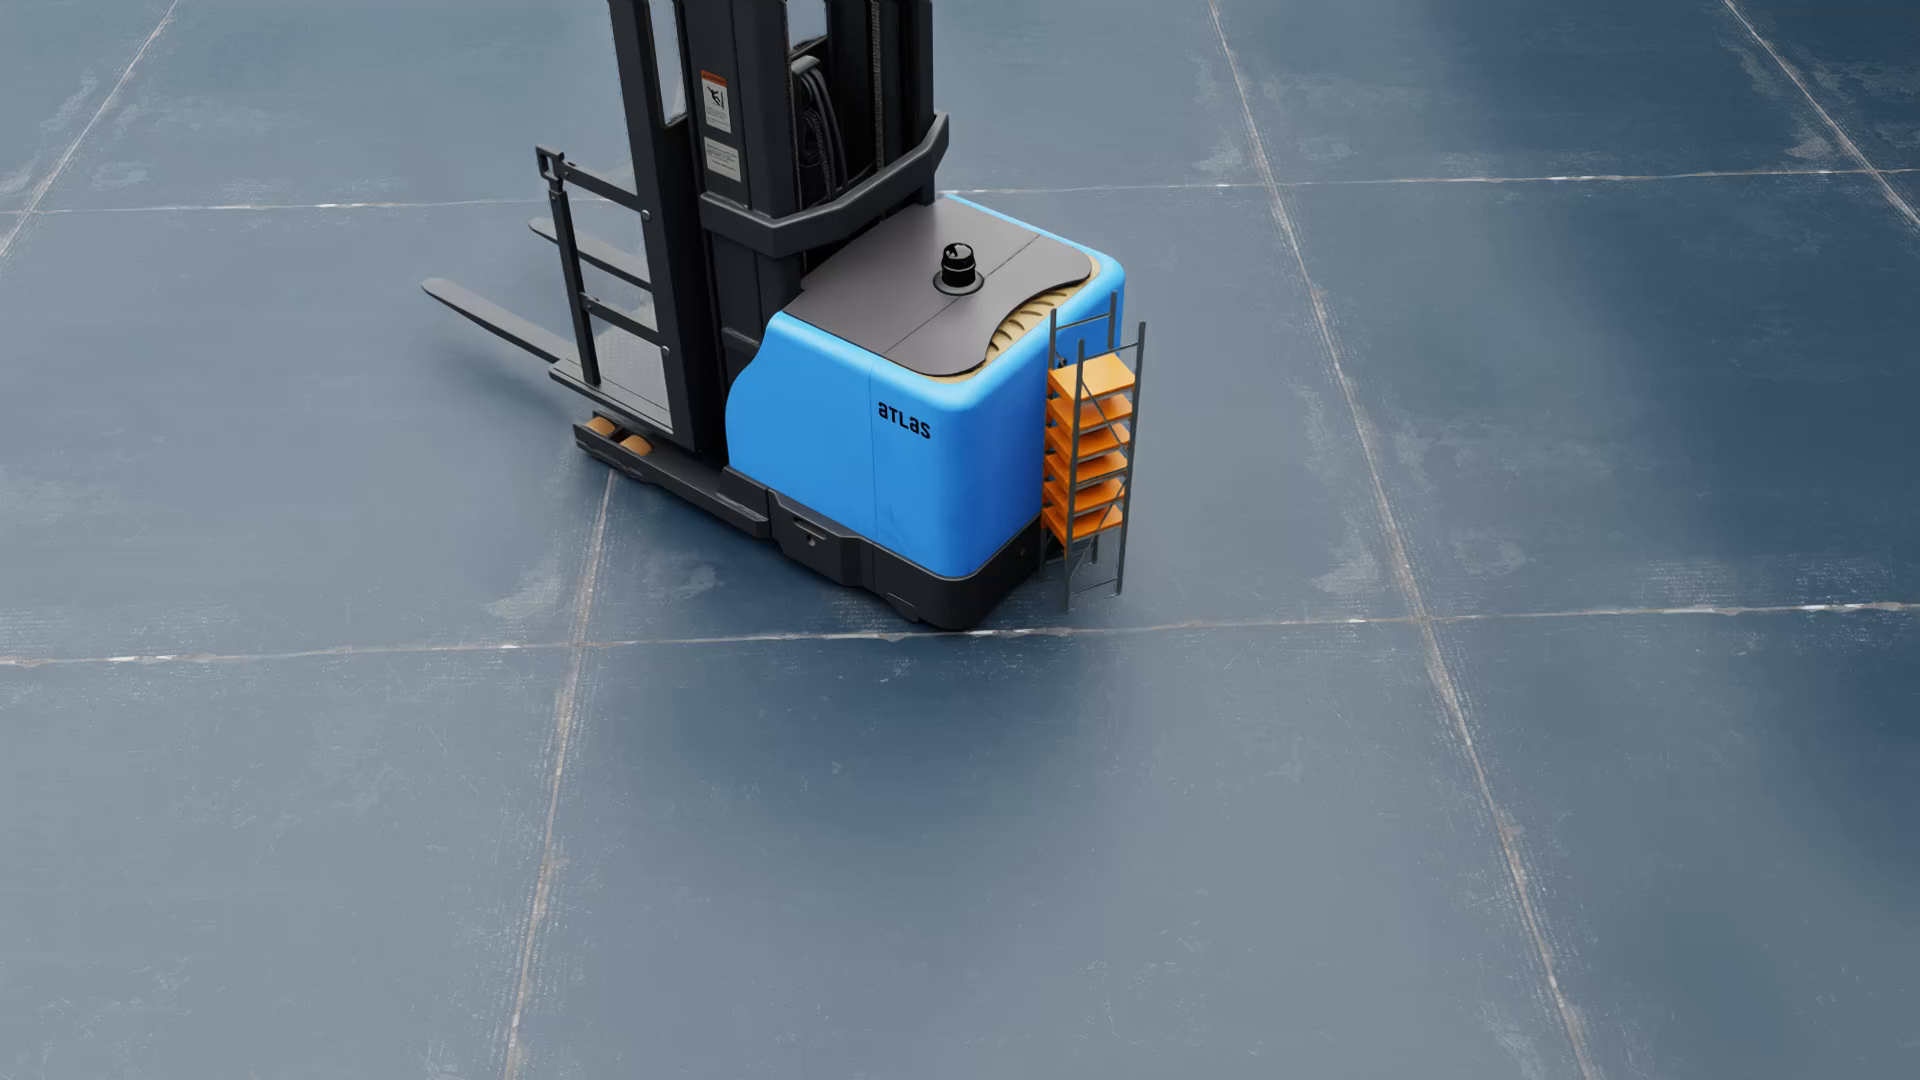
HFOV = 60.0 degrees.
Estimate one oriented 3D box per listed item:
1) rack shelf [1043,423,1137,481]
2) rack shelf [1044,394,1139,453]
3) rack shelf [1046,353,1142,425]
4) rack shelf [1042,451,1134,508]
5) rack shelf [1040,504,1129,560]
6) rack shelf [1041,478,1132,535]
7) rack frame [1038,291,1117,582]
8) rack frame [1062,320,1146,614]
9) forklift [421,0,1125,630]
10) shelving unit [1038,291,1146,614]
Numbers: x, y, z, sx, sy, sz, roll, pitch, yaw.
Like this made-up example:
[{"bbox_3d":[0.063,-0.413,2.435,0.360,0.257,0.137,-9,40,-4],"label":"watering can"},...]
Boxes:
[{"bbox_3d":[0.436,-0.323,5.603,0.258,0.103,0.180,-18,45,-19],"label":"rack shelf"},{"bbox_3d":[0.436,-0.412,5.522,0.258,0.103,0.180,-18,45,-19],"label":"rack shelf"},{"bbox_3d":[0.436,-0.500,5.441,0.258,0.103,0.180,-18,45,-19],"label":"rack shelf"},{"bbox_3d":[0.436,-0.235,5.684,0.258,0.103,0.180,-18,45,-19],"label":"rack shelf"},{"bbox_3d":[0.436,-0.058,5.846,0.258,0.103,0.180,-18,45,-19],"label":"rack shelf"},{"bbox_3d":[0.436,-0.146,5.765,0.258,0.103,0.180,-18,45,-19],"label":"rack shelf"},{"bbox_3d":[0.396,-0.323,5.715,0.240,1.200,0.006,-18,45,-19],"label":"rack frame"},{"bbox_3d":[0.476,-0.212,5.593,0.240,1.200,0.006,-18,45,-19],"label":"rack frame"},{"bbox_3d":[-0.899,-1.581,5.805,3.031,2.935,1.130,27,49,26],"label":"forklift"},{"bbox_3d":[0.436,-0.268,5.654,0.258,1.200,0.189,-18,45,-19],"label":"shelving unit"}]
